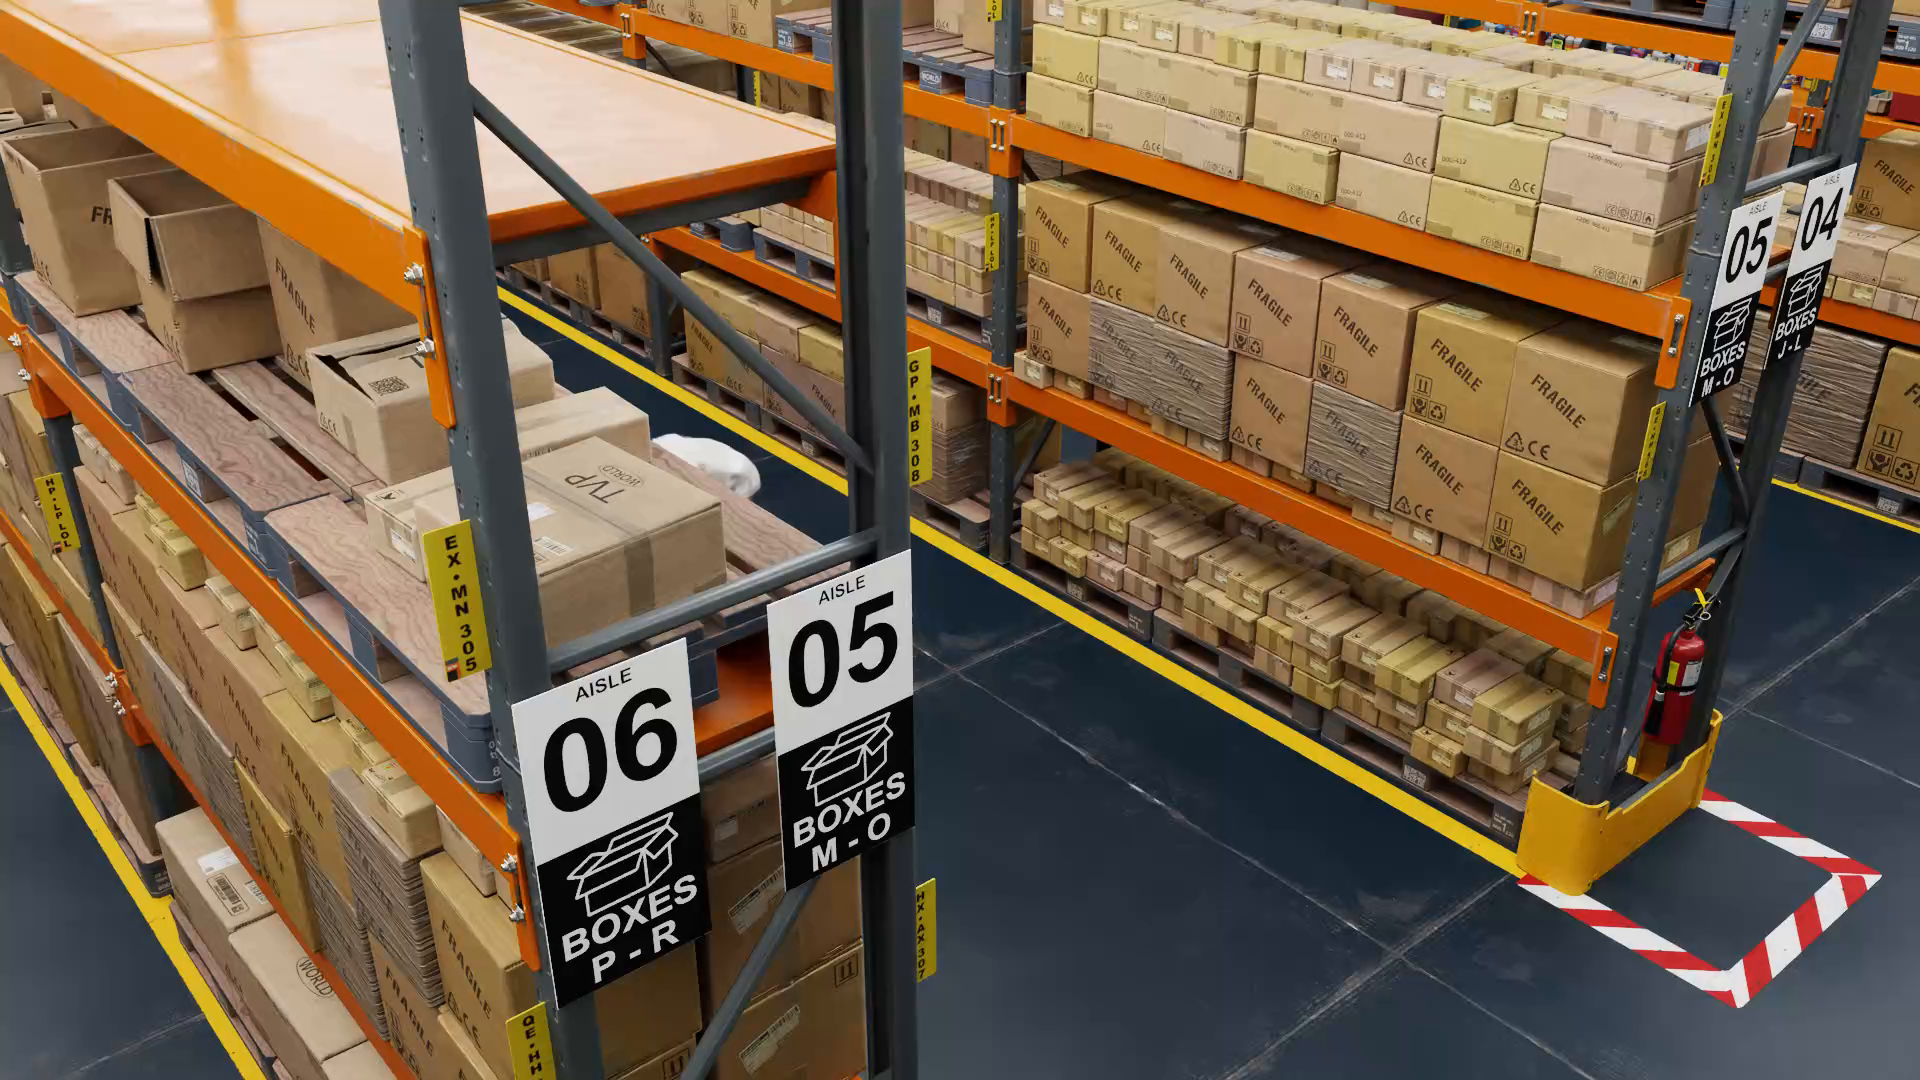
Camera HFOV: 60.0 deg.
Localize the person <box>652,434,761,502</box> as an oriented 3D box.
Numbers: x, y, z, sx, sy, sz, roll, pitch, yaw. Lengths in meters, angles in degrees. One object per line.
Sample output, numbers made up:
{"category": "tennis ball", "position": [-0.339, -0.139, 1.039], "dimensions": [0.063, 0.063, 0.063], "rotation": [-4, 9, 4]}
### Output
{"category": "person", "position": [-1.534, -0.044, 9.287], "dimensions": [0.918, 1.355, 0.475], "rotation": [-23, 36, -36]}
